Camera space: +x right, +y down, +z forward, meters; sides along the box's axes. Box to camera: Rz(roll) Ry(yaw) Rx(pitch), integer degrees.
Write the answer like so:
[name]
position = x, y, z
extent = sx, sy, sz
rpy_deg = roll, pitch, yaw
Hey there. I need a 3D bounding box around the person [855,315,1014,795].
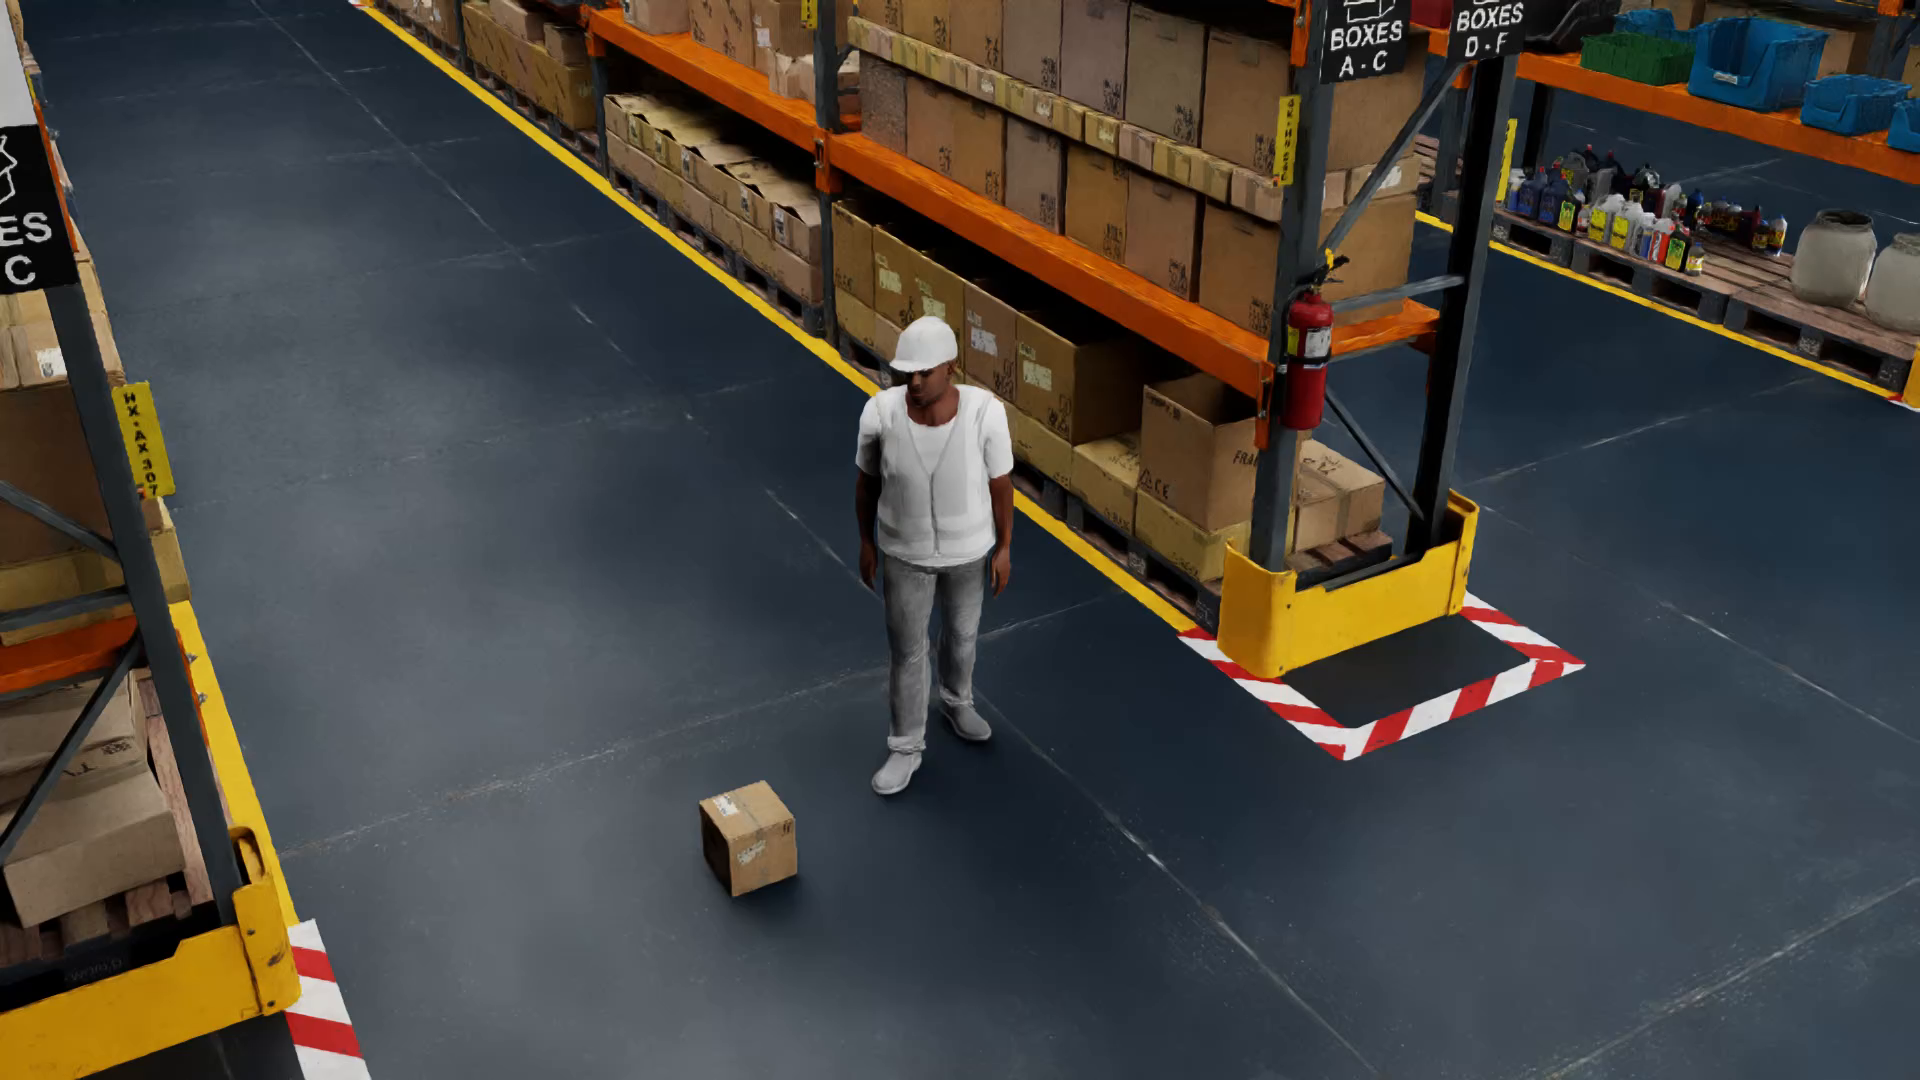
[person]
position = -0.088, 0.048, 6.005
extent = 0.570, 1.769, 0.601
rpy_deg = -1, 29, -2
